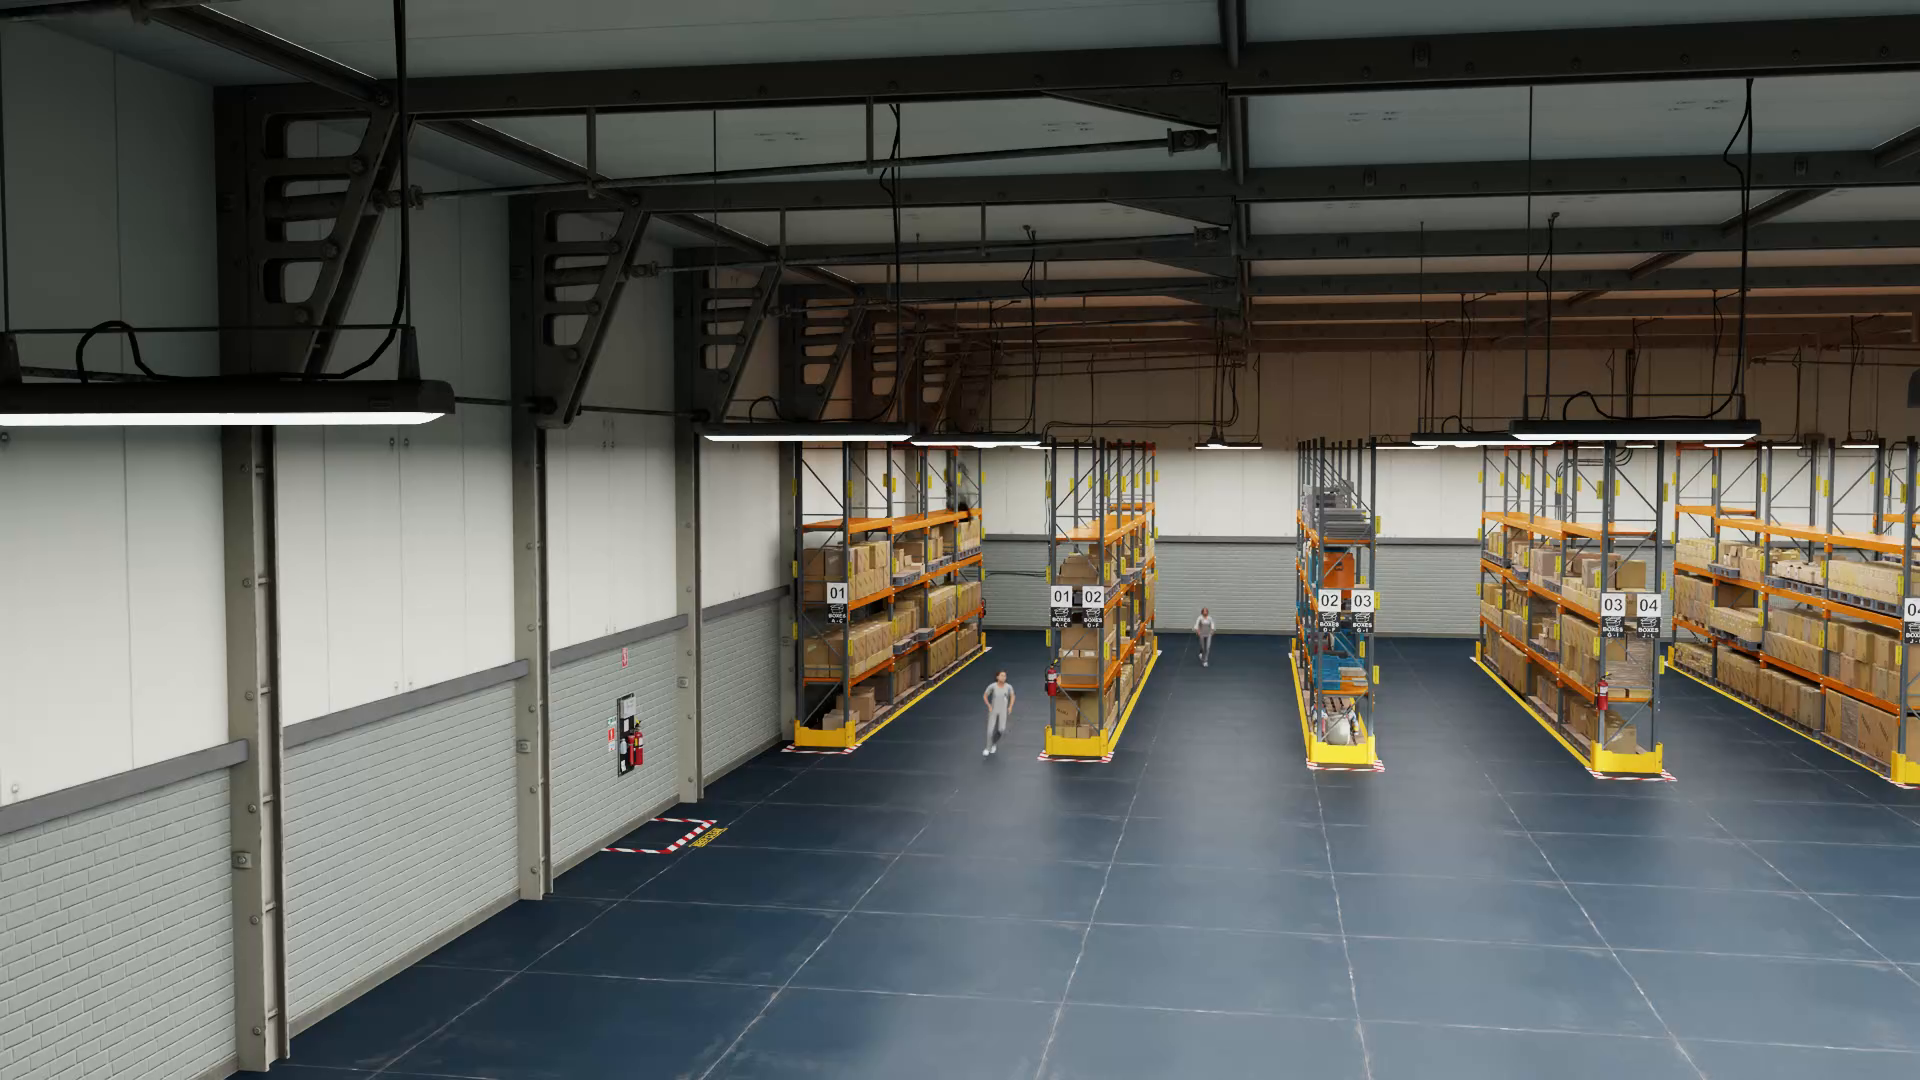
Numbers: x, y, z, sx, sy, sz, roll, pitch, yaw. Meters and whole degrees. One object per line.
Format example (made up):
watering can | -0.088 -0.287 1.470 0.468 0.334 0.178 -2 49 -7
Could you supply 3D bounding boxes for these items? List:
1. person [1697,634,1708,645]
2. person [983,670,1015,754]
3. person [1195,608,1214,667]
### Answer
person | 20.440 2.436 45.676 0.571 1.741 0.681 0 3 6
person | 0.741 3.249 31.347 0.624 1.614 0.573 0 3 -6
person | 6.550 2.601 44.600 0.521 1.553 0.694 0 3 -2
